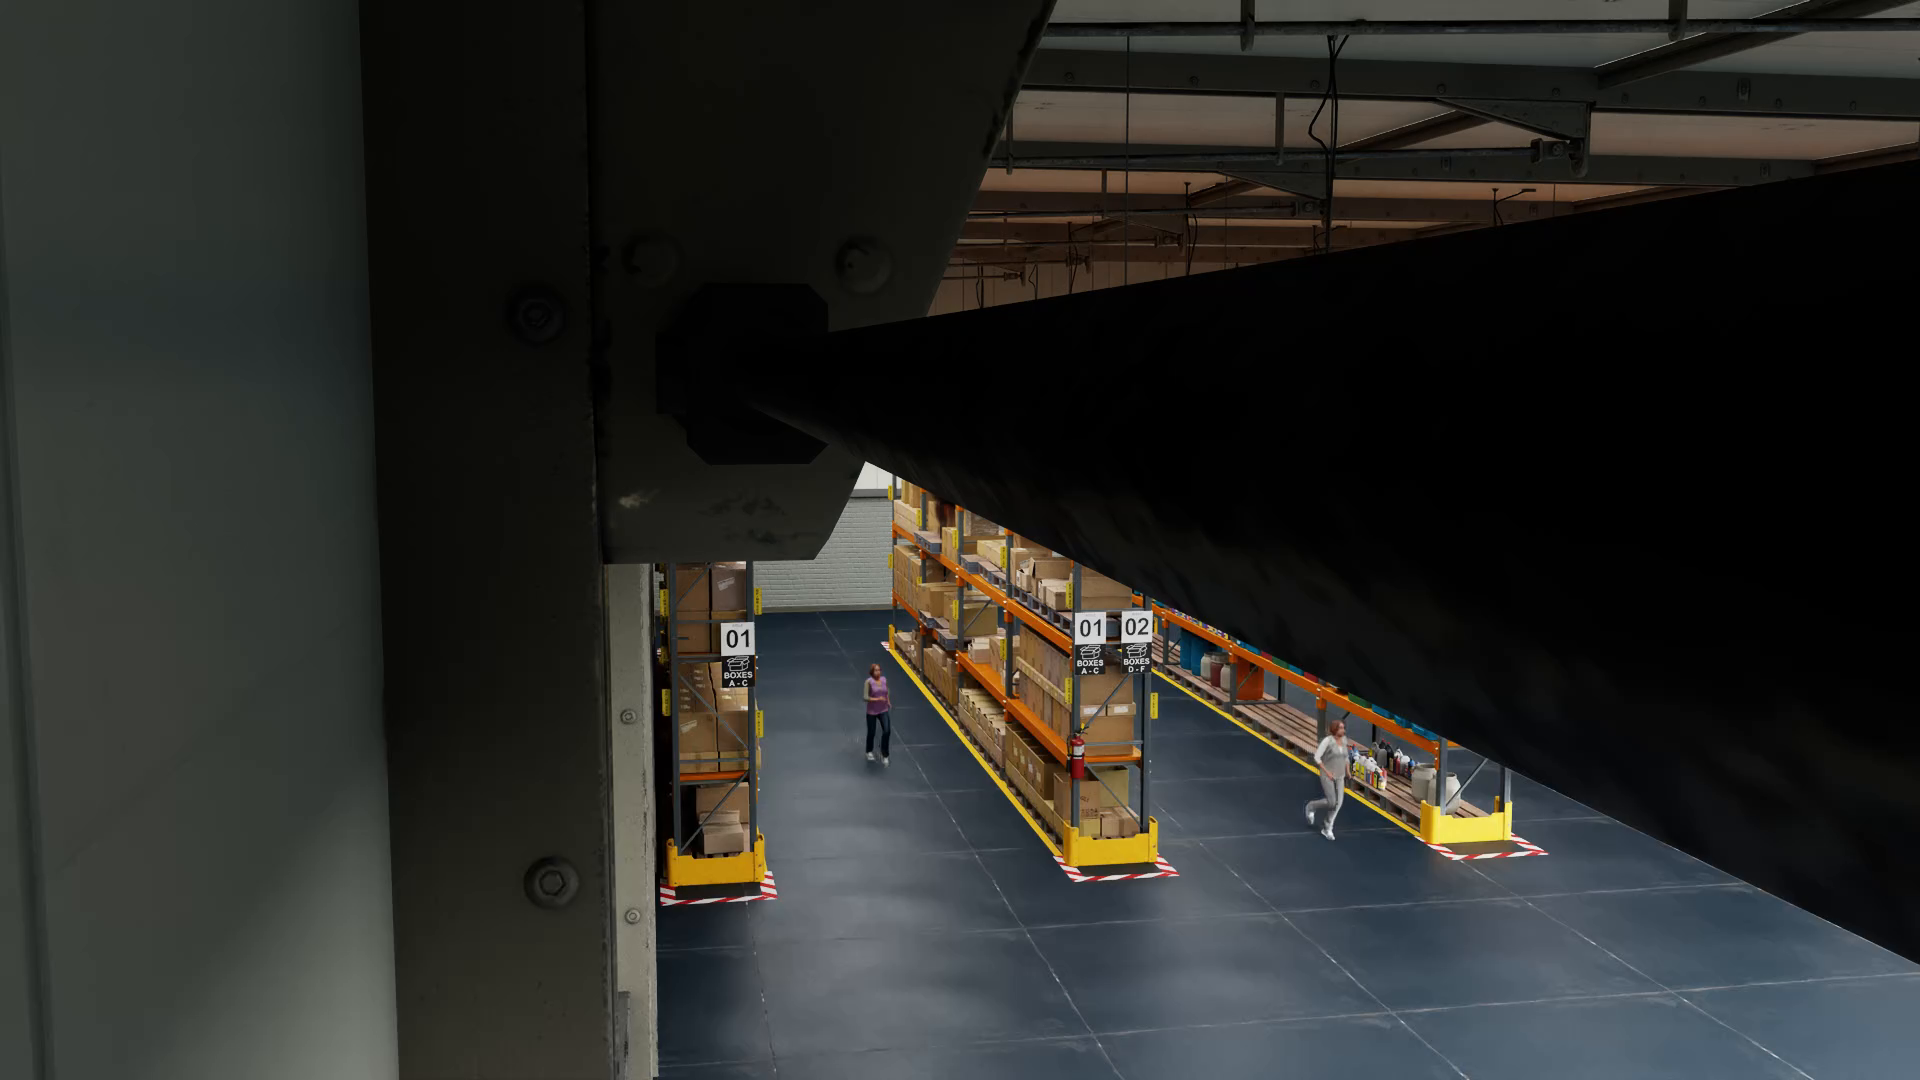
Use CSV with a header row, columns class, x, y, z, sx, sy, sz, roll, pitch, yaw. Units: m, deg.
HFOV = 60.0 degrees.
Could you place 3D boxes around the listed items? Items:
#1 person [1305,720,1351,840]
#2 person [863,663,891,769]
class,x,y,z,sx,sy,sz,roll,pitch,yaw
person,4.971,3.174,22.273,0.564,1.577,0.578,-3,7,-28
person,-1.290,2.727,25.976,0.504,1.638,0.711,-2,7,-20
